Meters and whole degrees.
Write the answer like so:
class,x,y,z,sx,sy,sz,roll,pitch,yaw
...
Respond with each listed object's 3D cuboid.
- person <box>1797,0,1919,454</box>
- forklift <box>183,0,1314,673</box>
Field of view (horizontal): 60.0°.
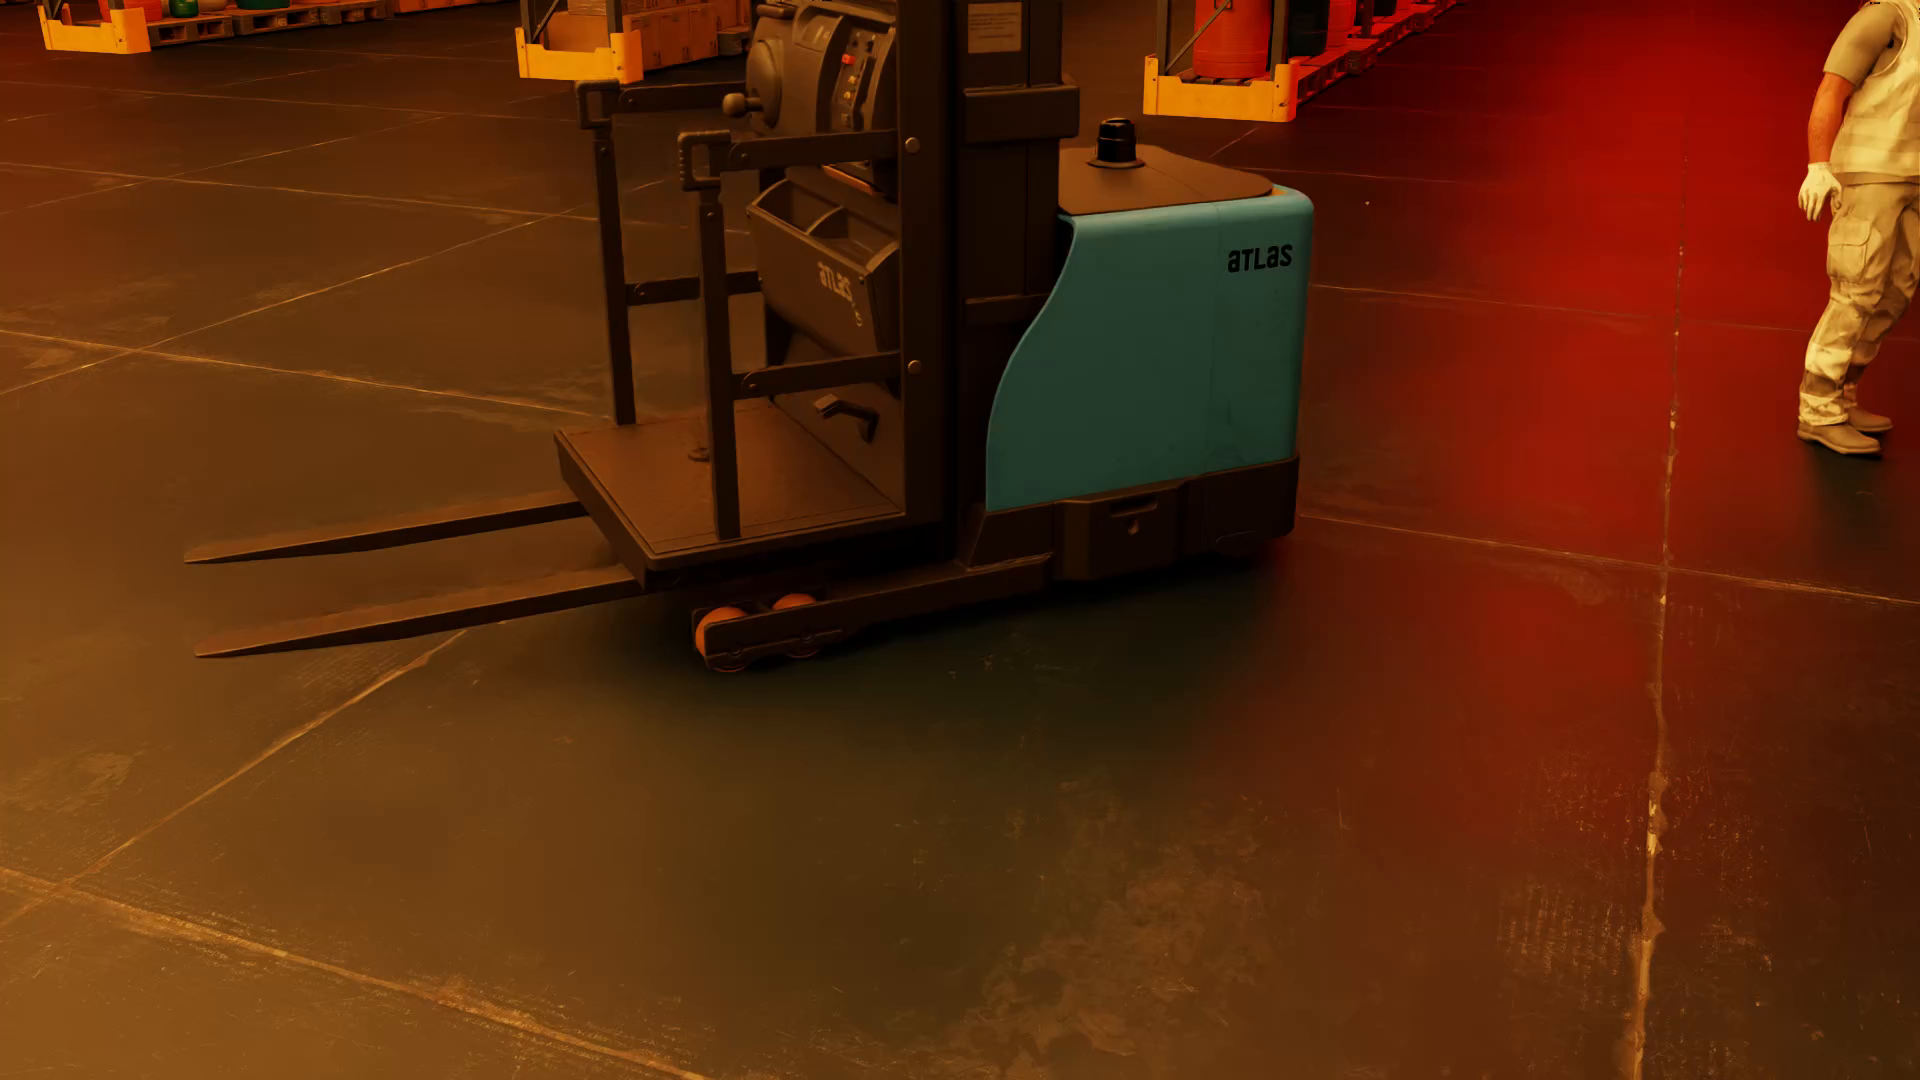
class,x,y,z,sx,sy,sz,roll,pitch,yaw
person,3.193,-1.199,5.653,0.722,1.786,0.444,-11,25,-25
forklift,-0.555,-1.243,4.266,3.031,2.935,1.130,-10,25,-23
